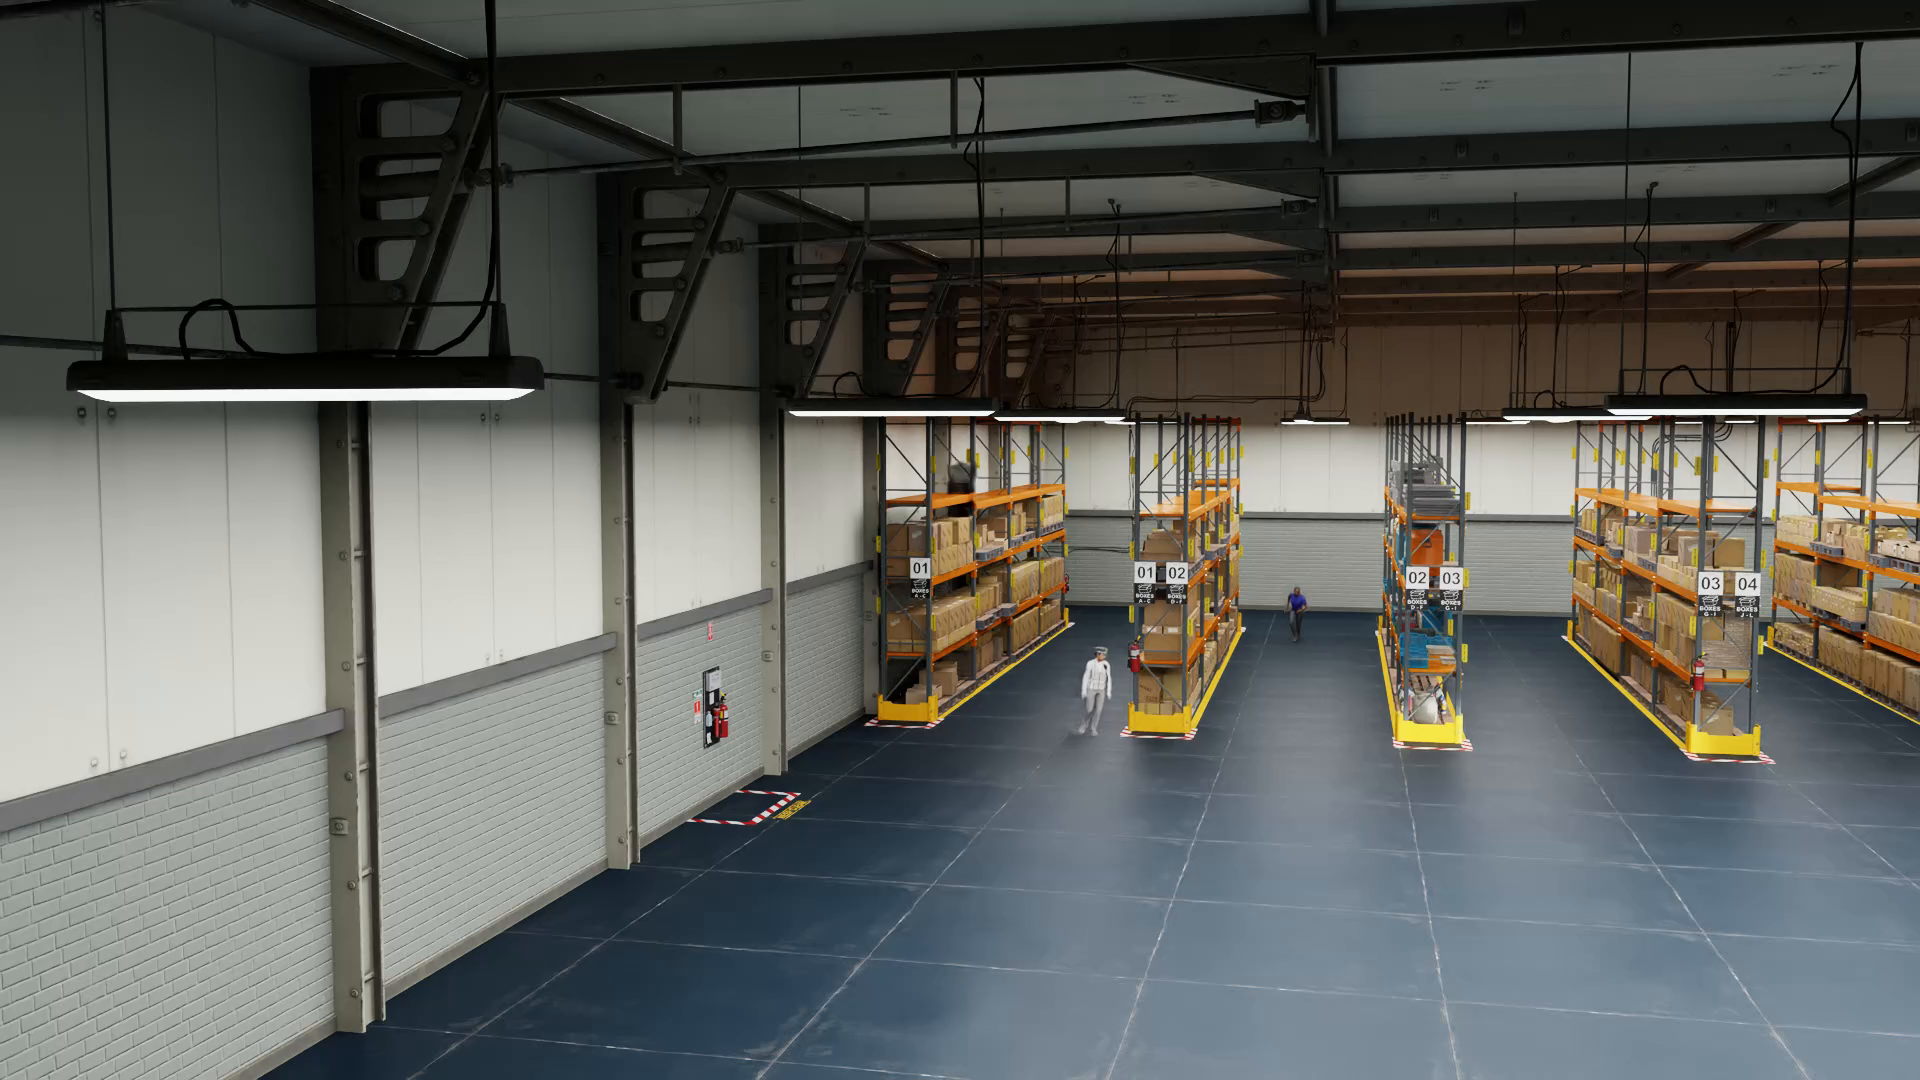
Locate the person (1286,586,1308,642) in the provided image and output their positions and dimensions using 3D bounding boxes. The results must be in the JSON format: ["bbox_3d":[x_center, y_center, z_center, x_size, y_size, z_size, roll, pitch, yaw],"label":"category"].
[{"bbox_3d":[9.043,1.960,44.553,0.605,1.484,1.023,1,4,20],"label":"person"}]

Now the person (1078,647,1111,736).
[{"bbox_3d":[2.493,2.792,30.815,0.586,1.649,0.423,-1,4,-15],"label":"person"}]
